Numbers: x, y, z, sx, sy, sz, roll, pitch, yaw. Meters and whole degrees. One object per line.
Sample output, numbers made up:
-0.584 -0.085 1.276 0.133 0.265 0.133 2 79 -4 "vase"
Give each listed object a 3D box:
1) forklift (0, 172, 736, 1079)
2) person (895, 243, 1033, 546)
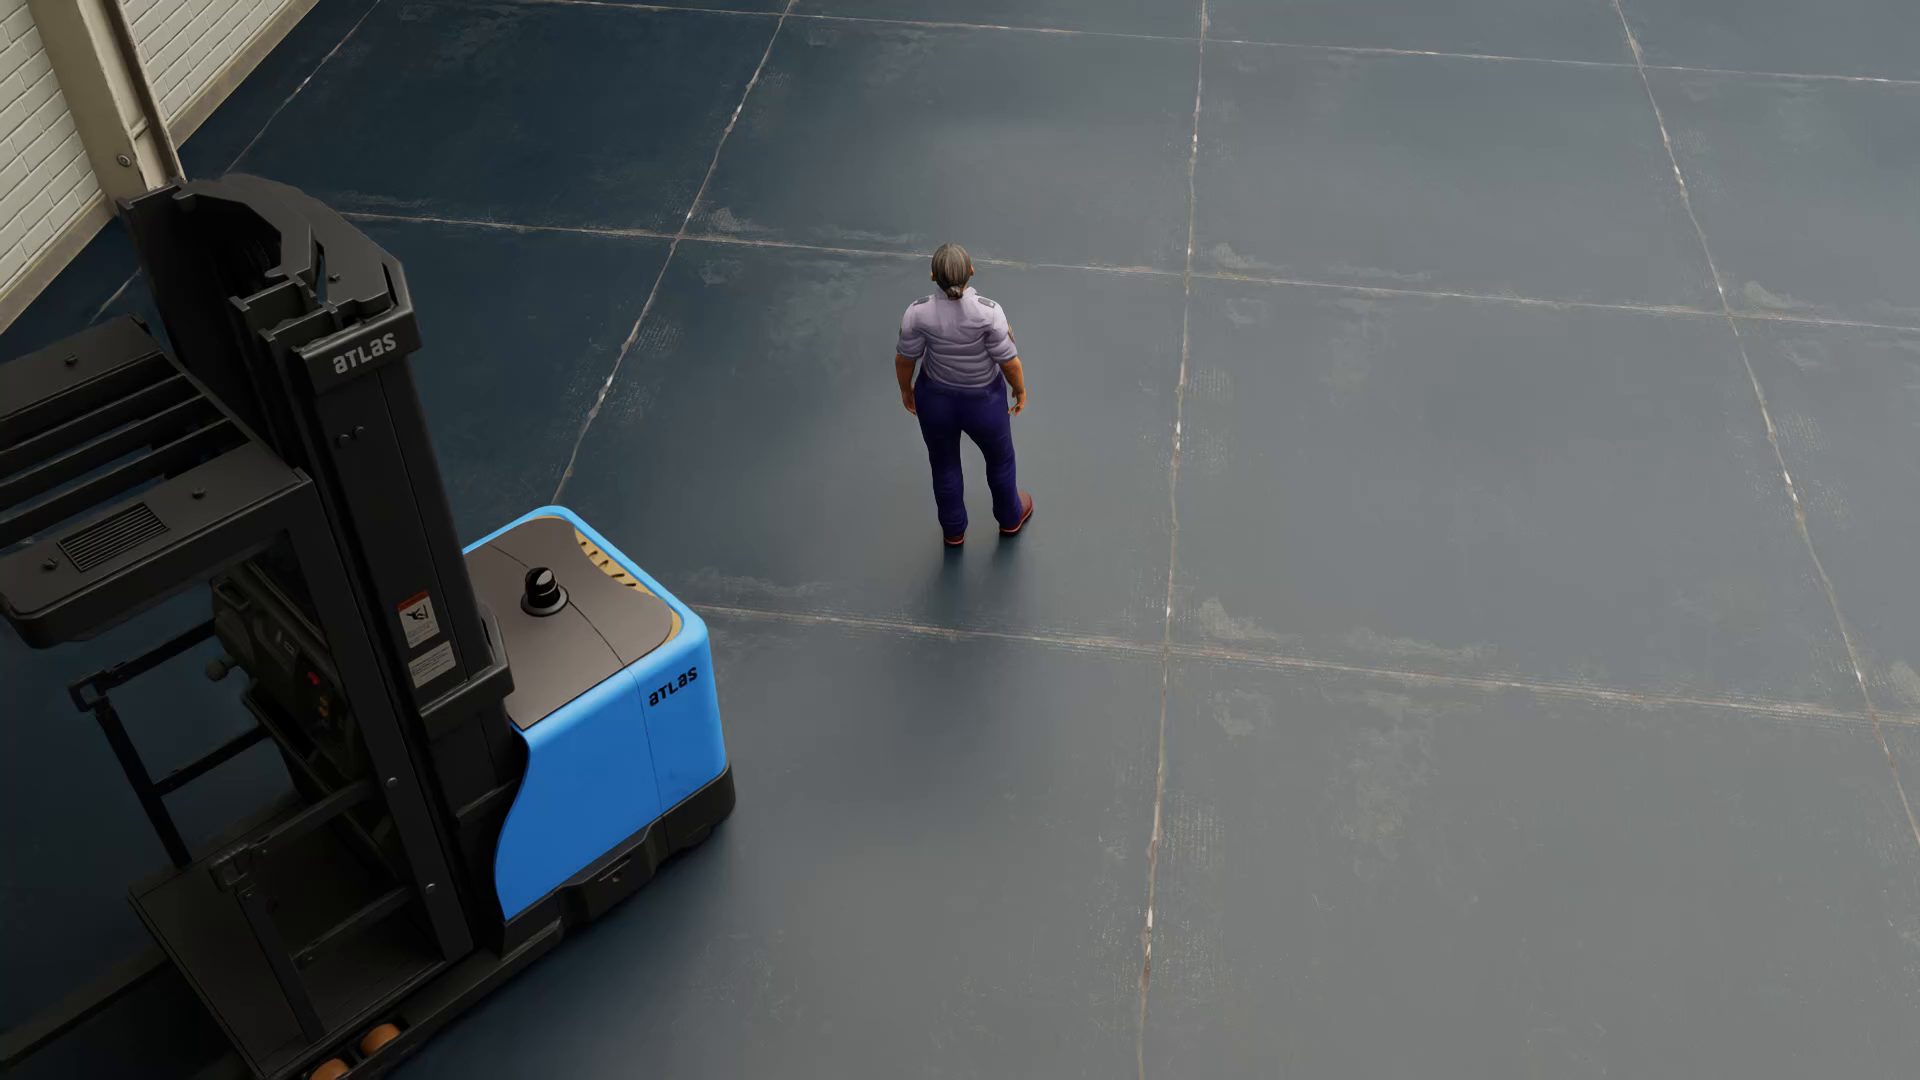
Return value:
-2.305 0.479 5.203 3.031 2.935 1.130 -33 52 -31 "forklift"
0.034 -0.670 7.391 0.599 1.650 0.503 5 43 6 "person"
